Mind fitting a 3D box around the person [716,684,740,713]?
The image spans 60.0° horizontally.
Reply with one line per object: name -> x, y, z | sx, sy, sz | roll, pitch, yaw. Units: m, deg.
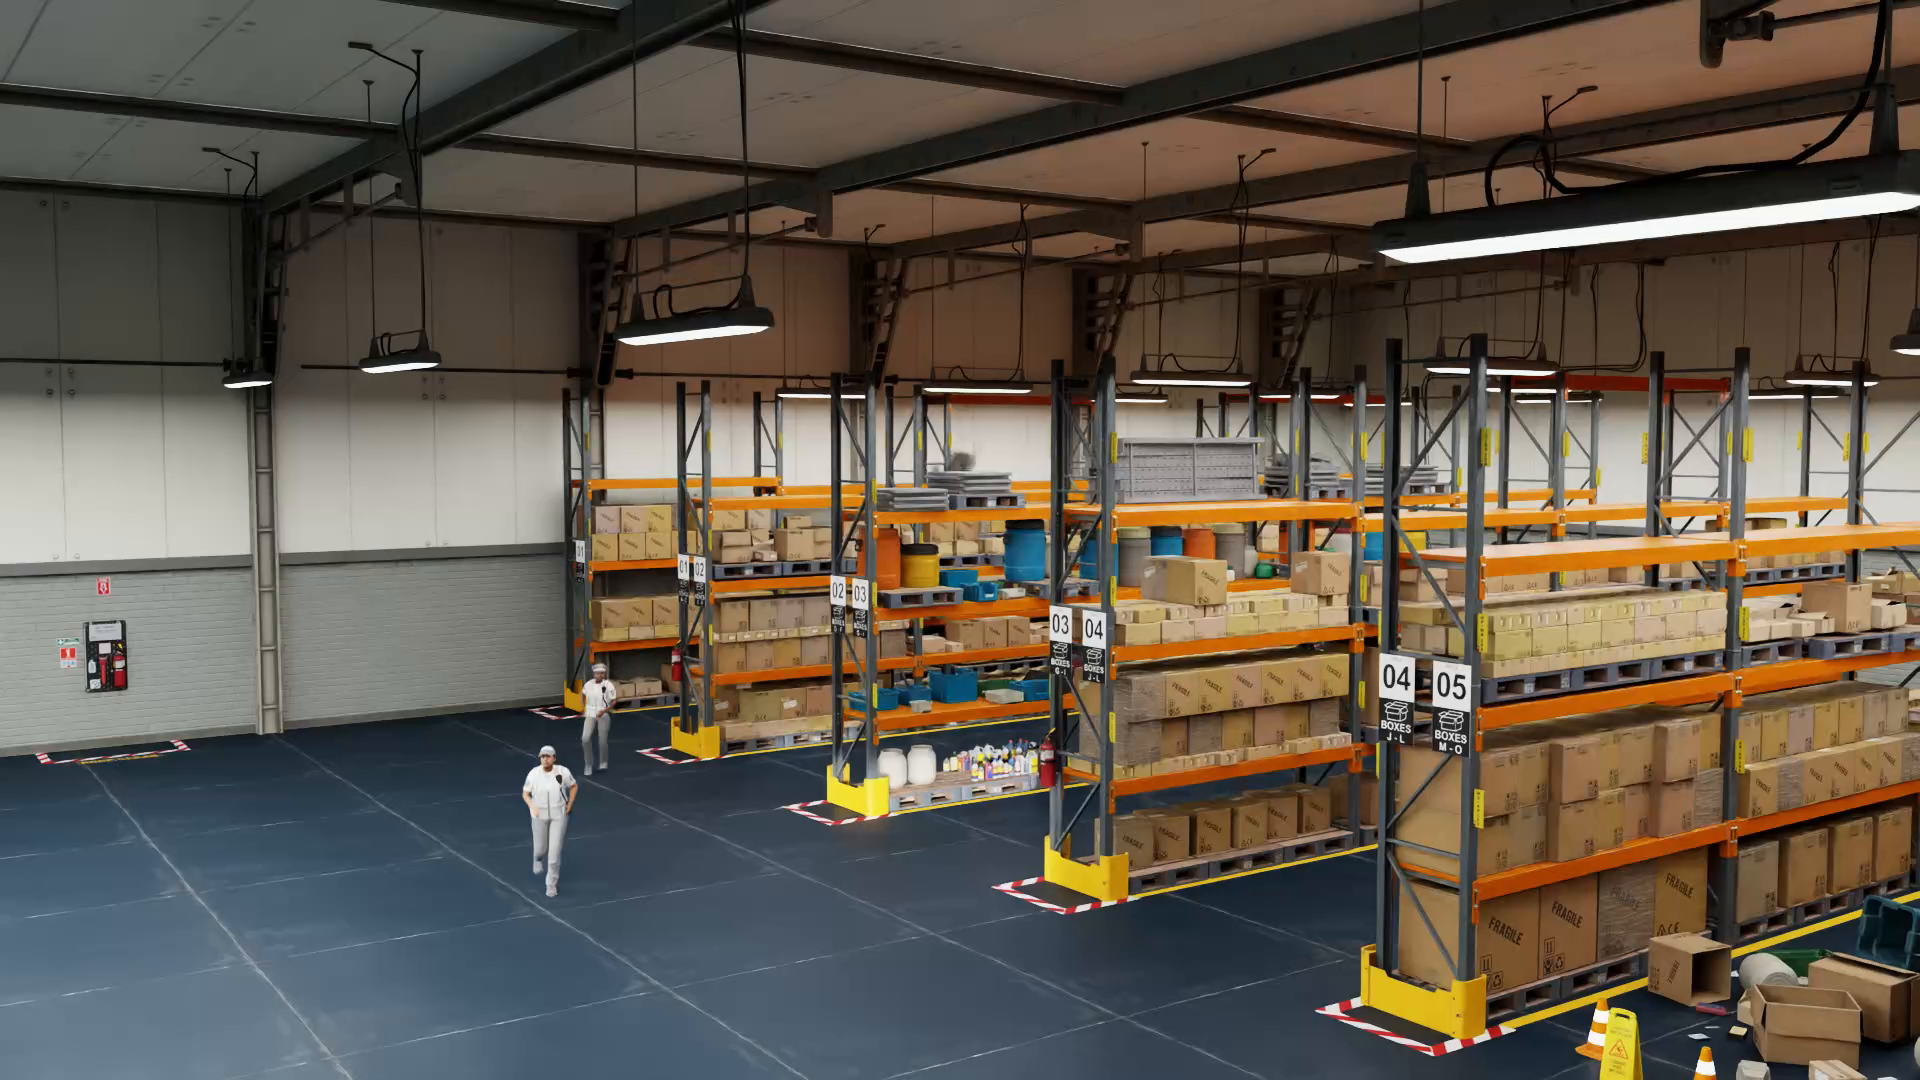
person -> -4.094, 2.501, 28.705 | 0.747, 1.712, 0.546 | -3, 5, -43

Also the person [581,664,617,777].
person -> -5.497, 2.716, 25.253 | 0.585, 1.711, 0.672 | 0, 4, -1

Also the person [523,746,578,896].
person -> -4.648, 3.146, 18.896 | 0.613, 1.663, 0.767 | -1, 4, -11
